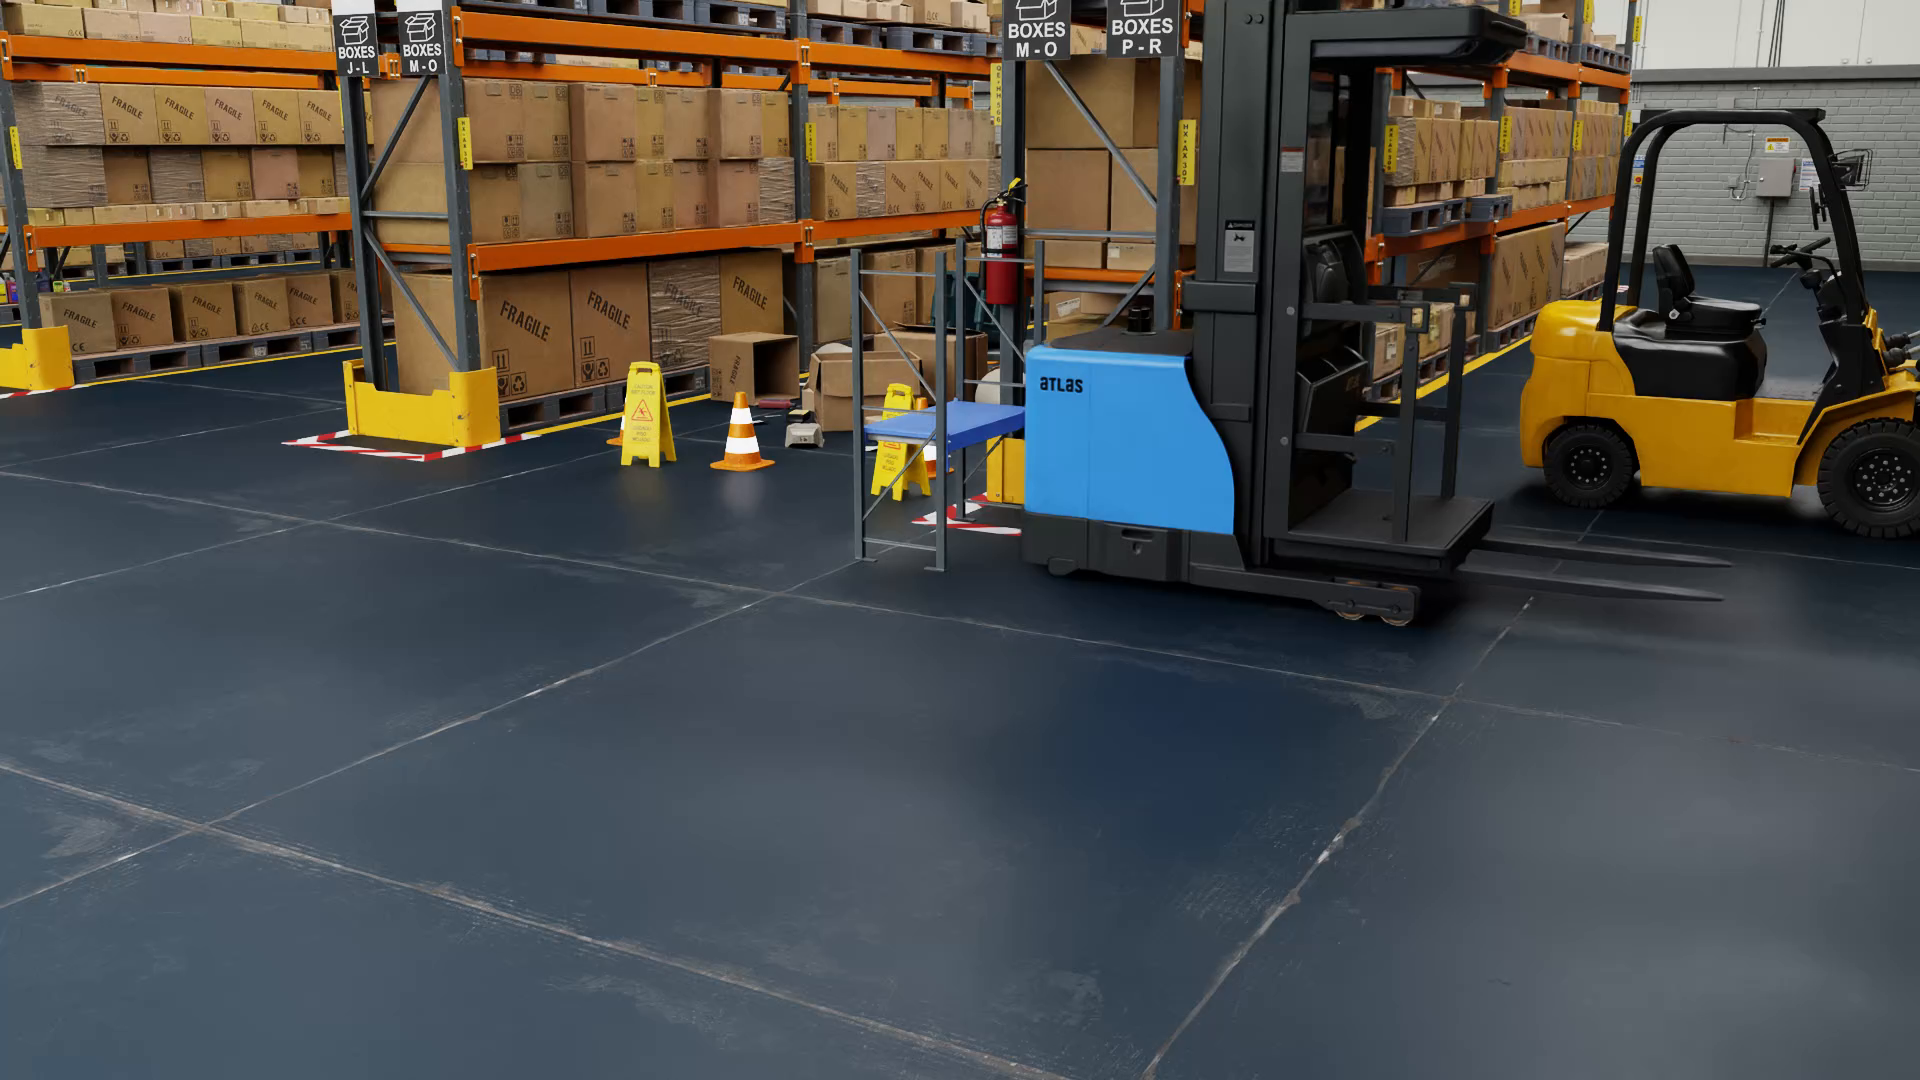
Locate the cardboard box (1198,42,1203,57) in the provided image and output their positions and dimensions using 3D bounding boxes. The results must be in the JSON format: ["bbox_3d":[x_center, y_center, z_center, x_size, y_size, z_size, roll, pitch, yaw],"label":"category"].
[{"bbox_3d":[3.050,-6.543,22.127,0.500,0.250,0.500,8,16,29],"label":"cardboard box"}]

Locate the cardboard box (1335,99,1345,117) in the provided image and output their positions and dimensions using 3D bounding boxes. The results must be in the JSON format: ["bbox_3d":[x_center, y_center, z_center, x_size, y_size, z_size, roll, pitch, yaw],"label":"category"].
[{"bbox_3d":[2.969,-3.434,13.251,0.380,0.149,0.250,7,15,26],"label":"cardboard box"}]

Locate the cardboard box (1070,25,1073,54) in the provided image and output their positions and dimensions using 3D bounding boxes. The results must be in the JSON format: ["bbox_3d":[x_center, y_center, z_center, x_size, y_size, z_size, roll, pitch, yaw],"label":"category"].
[{"bbox_3d":[0.918,-5.516,18.402,0.500,0.500,0.500,7,15,28],"label":"cardboard box"}]

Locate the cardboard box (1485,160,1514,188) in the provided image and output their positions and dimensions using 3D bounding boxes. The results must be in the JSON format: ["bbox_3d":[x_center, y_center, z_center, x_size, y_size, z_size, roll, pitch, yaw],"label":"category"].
[{"bbox_3d":[5.016,-3.525,16.009,0.500,0.250,0.500,7,15,28],"label":"cardboard box"}]

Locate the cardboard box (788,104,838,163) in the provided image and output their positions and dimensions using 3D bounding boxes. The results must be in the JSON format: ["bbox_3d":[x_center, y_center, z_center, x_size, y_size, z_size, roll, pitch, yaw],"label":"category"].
[{"bbox_3d":[-1.526,-3.636,14.868,0.700,0.500,0.500,7,15,27],"label":"cardboard box"}]

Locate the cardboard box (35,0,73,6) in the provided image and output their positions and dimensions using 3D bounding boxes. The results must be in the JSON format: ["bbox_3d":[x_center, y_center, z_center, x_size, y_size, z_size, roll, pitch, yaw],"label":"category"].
[{"bbox_3d":[-7.442,-4.412,13.504,0.380,0.149,0.250,8,16,29],"label":"cardboard box"}]

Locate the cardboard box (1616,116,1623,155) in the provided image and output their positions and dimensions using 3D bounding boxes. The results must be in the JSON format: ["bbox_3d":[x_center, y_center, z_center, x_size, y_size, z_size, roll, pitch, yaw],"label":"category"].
[{"bbox_3d":[8.398,-5.329,21.892,0.500,0.500,0.500,8,16,30],"label":"cardboard box"}]

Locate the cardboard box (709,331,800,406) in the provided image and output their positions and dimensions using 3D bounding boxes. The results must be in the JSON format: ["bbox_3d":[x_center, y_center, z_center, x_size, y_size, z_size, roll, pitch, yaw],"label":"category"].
[{"bbox_3d":[-1.613,-1.350,13.061,0.500,0.500,0.500,11,17,38],"label":"cardboard box"}]

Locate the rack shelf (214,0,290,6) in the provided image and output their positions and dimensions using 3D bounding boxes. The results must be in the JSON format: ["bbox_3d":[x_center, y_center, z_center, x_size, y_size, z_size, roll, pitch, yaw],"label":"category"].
[{"bbox_3d":[-11.823,-8.308,26.181,1.077,0.370,4.000,7,15,28],"label":"rack shelf"}]

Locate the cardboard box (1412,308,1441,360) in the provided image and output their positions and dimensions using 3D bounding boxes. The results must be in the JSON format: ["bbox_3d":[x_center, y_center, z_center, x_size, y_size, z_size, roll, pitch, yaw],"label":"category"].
[{"bbox_3d":[3.552,-1.784,14.243,0.950,0.372,0.625,8,16,30],"label":"cardboard box"}]

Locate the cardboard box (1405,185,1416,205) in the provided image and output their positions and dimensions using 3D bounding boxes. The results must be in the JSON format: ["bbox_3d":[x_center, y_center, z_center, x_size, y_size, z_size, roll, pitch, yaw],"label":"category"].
[{"bbox_3d":[3.294,-2.668,12.841,0.380,0.149,0.250,8,16,29],"label":"cardboard box"}]

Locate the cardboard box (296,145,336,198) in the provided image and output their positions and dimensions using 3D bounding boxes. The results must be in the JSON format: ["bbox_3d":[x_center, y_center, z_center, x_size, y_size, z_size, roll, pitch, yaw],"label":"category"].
[{"bbox_3d":[-6.598,-3.591,16.179,0.875,0.500,0.500,7,15,28],"label":"cardboard box"}]

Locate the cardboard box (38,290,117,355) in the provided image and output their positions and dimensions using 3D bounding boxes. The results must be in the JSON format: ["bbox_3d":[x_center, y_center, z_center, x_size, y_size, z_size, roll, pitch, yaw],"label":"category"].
[{"bbox_3d":[-7.671,-1.876,14.352,0.500,0.500,0.500,11,17,38],"label":"cardboard box"}]

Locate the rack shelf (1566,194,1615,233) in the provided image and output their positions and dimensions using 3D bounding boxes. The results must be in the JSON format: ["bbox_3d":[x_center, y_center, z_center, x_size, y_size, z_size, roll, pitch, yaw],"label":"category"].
[{"bbox_3d":[7.456,-4.160,20.925,1.077,0.370,4.000,7,15,28],"label":"rack shelf"}]

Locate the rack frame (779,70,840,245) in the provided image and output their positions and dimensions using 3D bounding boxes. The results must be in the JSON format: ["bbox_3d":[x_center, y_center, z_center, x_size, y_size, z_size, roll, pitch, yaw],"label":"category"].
[{"bbox_3d":[-2.186,-5.223,23.796,1.000,3.000,0.127,7,15,28],"label":"rack frame"}]

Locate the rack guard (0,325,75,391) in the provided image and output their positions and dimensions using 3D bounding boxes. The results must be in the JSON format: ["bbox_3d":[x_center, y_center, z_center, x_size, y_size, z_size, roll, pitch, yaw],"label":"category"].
[{"bbox_3d":[-7.950,-1.561,13.942,1.175,0.500,0.348,7,15,28],"label":"rack guard"}]

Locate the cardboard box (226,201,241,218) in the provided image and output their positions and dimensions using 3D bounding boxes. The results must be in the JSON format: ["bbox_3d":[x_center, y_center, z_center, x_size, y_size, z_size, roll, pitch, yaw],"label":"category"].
[{"bbox_3d":[-6.826,-3.033,15.250,0.380,0.149,0.250,7,15,28],"label":"cardboard box"}]

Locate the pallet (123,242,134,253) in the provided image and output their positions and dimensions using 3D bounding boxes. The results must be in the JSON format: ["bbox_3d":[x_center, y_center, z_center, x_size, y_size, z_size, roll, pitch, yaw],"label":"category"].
[{"bbox_3d":[-15.501,-5.384,30.415,1.003,0.211,1.213,7,15,28],"label":"pallet"}]

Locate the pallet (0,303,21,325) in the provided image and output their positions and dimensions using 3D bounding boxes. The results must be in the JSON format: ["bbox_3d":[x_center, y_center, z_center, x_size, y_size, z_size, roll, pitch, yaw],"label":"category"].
[{"bbox_3d":[-10.750,-2.654,19.091,1.003,0.211,1.213,7,15,28],"label":"pallet"}]

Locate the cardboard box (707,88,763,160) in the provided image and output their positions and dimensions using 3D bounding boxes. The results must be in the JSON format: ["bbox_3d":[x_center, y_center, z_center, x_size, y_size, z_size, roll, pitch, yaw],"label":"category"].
[{"bbox_3d":[-2.133,-3.399,13.607,0.875,0.550,0.550,7,15,28],"label":"cardboard box"}]

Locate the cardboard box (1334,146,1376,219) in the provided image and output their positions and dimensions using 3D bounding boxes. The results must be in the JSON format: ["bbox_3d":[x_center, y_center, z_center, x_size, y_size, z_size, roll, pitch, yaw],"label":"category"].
[{"bbox_3d":[2.624,-2.532,11.789,0.500,0.500,0.500,7,15,27],"label":"cardboard box"}]

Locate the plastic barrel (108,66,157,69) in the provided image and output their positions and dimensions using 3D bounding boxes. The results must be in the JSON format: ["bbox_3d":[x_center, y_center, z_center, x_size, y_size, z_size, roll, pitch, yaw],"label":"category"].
[{"bbox_3d":[-10.017,-6.107,19.997,0.600,0.901,0.600,0,14,0],"label":"plastic barrel"}]

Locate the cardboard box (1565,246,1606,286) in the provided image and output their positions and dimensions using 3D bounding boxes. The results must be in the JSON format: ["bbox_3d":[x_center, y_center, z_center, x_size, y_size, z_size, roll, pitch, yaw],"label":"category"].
[{"bbox_3d":[7.756,-3.544,21.403,0.875,0.438,0.875,8,16,30],"label":"cardboard box"}]

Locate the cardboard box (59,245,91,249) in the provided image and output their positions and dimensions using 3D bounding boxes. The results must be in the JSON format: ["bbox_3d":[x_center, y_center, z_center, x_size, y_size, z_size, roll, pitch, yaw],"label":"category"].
[{"bbox_3d":[-13.073,-4.422,24.252,0.500,0.311,0.500,7,15,27],"label":"cardboard box"}]

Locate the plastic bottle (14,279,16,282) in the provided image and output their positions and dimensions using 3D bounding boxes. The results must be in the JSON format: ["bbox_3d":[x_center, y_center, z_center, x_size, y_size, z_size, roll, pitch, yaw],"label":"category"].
[{"bbox_3d":[-10.541,-2.864,18.728,0.144,0.351,0.185,7,15,25],"label":"plastic bottle"}]

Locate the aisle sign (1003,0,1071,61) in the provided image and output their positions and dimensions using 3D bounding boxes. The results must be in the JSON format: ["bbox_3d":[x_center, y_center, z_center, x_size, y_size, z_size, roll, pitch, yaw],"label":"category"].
[{"bbox_3d":[0.404,-2.922,8.706,0.394,0.787,0.004,7,15,28],"label":"aisle sign"}]

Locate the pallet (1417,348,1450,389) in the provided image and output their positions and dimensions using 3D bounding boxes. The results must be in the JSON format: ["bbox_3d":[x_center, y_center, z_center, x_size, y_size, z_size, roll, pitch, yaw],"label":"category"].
[{"bbox_3d":[3.585,-1.514,14.363,1.003,0.211,1.213,7,15,28],"label":"pallet"}]

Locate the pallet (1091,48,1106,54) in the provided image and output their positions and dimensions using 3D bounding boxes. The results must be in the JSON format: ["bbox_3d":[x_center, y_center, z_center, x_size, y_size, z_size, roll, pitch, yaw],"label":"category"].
[{"bbox_3d":[1.217,-5.679,19.690,1.213,0.211,1.003,7,15,28],"label":"pallet"}]

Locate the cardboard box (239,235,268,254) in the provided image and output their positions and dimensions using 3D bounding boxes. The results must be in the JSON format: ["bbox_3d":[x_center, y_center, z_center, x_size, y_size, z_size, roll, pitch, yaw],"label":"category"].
[{"bbox_3d":[-11.577,-4.903,26.865,0.500,0.500,0.500,7,15,26],"label":"cardboard box"}]

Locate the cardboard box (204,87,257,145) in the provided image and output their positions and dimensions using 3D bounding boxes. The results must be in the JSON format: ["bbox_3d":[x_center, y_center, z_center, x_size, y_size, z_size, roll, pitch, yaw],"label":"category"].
[{"bbox_3d":[-6.758,-3.830,15.037,0.500,0.500,0.500,7,15,28],"label":"cardboard box"}]

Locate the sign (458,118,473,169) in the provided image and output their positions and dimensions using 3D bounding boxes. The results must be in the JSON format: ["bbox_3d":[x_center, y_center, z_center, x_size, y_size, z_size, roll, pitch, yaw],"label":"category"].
[{"bbox_3d":[-3.211,-2.573,10.791,0.100,0.325,0.005,7,15,28],"label":"sign"}]

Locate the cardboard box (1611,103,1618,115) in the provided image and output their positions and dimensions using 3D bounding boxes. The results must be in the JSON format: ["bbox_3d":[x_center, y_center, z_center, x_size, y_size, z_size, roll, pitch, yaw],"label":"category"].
[{"bbox_3d":[8.272,-5.557,21.452,0.380,0.149,0.250,7,15,28],"label":"cardboard box"}]

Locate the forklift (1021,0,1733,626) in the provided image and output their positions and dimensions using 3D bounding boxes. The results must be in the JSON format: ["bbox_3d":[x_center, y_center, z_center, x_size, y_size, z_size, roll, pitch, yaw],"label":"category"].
[{"bbox_3d":[1.836,-1.203,7.270,3.031,2.935,1.130,7,15,26],"label":"forklift"}]

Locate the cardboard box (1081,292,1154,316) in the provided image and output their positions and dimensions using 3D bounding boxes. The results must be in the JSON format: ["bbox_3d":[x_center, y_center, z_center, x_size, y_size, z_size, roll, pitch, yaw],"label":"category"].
[{"bbox_3d":[0.966,-1.462,10.184,0.380,0.149,0.250,8,16,30],"label":"cardboard box"}]

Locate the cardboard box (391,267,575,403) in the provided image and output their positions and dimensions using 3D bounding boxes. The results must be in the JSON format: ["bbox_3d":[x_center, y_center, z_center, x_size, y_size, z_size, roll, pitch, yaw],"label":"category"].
[{"bbox_3d":[-3.424,-1.496,11.975,0.875,0.875,0.875,7,15,28],"label":"cardboard box"}]

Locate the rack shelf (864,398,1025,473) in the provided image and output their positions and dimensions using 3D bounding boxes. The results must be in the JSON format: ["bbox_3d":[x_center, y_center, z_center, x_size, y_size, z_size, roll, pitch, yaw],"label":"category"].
[{"bbox_3d":[-0.041,-0.537,8.327,0.538,0.185,1.000,7,15,28],"label":"rack shelf"}]

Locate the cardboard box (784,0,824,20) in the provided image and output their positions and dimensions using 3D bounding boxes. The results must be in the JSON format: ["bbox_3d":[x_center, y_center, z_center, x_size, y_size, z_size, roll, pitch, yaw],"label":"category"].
[{"bbox_3d":[-1.559,-4.800,14.853,0.500,0.250,0.500,8,15,29],"label":"cardboard box"}]

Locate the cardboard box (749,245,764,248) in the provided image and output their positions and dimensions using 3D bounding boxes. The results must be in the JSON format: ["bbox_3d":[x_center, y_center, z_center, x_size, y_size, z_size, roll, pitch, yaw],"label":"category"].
[{"bbox_3d":[-3.330,-3.894,21.925,1.225,0.875,0.875,7,15,28],"label":"cardboard box"}]

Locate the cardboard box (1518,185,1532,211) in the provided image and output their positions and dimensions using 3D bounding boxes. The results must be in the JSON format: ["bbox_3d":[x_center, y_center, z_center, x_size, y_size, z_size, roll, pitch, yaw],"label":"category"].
[{"bbox_3d":[5.504,-3.492,16.940,0.500,0.250,0.500,8,16,30],"label":"cardboard box"}]

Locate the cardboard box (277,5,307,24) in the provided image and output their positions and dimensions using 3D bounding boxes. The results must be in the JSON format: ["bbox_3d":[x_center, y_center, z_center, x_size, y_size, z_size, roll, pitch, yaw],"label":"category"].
[{"bbox_3d":[-6.323,-4.896,15.510,0.380,0.149,0.250,7,15,26],"label":"cardboard box"}]

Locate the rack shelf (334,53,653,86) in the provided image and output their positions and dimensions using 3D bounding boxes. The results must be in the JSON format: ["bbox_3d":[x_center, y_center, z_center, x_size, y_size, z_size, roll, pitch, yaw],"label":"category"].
[{"bbox_3d":[-5.087,-5.100,18.423,1.077,0.370,4.000,7,15,28],"label":"rack shelf"}]

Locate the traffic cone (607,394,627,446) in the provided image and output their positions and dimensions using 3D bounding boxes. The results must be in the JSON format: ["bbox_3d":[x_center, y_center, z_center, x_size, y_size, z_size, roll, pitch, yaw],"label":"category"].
[{"bbox_3d":[-2.194,-0.893,11.249,0.336,0.463,0.334,7,15,28],"label":"traffic cone"}]

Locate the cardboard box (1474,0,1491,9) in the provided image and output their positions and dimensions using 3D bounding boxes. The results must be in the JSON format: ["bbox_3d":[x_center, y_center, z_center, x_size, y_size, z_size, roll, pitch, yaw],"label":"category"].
[{"bbox_3d":[4.605,-5.086,15.714,0.797,0.503,0.637,6,15,25],"label":"cardboard box"}]

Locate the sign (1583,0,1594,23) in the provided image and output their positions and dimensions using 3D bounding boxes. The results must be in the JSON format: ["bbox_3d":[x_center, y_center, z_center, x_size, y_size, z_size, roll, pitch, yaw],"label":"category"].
[{"bbox_3d":[6.969,-5.903,18.443,0.100,0.325,0.005,7,15,28],"label":"sign"}]

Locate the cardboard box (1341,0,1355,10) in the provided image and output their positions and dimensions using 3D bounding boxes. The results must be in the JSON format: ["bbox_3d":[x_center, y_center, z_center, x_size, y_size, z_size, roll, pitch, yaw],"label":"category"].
[{"bbox_3d":[2.434,-3.598,11.194,0.380,0.149,0.250,8,15,29],"label":"cardboard box"}]

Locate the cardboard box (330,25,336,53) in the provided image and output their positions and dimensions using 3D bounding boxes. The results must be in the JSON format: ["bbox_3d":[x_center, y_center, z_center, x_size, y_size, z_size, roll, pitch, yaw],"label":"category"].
[{"bbox_3d":[-6.045,-4.843,16.144,0.500,0.250,0.500,8,16,30],"label":"cardboard box"}]

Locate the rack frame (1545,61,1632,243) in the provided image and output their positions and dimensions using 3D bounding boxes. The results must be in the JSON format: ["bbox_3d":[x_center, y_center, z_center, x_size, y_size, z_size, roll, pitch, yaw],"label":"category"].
[{"bbox_3d":[8.423,-4.920,22.543,1.000,3.000,0.127,7,15,28],"label":"rack frame"}]

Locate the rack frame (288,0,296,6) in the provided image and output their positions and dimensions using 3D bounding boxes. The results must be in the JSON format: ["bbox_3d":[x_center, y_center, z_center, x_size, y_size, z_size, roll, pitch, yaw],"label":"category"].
[{"bbox_3d":[-10.856,-9.262,27.752,1.000,3.000,0.127,7,15,28],"label":"rack frame"}]

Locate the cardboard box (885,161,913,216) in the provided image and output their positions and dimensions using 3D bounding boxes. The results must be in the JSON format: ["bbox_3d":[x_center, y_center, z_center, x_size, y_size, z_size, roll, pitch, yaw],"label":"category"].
[{"bbox_3d":[-0.783,-3.331,15.735,0.500,0.500,0.500,7,15,28],"label":"cardboard box"}]

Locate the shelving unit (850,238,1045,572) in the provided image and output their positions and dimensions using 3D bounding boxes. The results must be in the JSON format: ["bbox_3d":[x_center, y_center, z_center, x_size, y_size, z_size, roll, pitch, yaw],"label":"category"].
[{"bbox_3d":[-0.041,-0.712,8.285,0.538,1.500,1.048,7,15,28],"label":"shelving unit"}]

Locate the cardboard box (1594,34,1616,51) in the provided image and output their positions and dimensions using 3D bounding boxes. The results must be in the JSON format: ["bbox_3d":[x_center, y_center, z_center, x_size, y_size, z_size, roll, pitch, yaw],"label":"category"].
[{"bbox_3d":[8.284,-6.456,21.723,0.500,0.250,0.500,6,15,23],"label":"cardboard box"}]

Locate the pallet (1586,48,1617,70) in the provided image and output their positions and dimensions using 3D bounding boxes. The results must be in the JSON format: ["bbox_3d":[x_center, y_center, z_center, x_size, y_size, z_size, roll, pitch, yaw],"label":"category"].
[{"bbox_3d":[7.484,-5.931,20.523,1.003,0.211,1.213,7,15,28],"label":"pallet"}]

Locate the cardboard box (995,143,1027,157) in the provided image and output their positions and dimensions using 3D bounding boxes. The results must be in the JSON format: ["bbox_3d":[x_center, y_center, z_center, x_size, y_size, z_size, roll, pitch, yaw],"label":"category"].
[{"bbox_3d":[0.568,-4.264,18.192,0.380,0.149,0.250,7,15,28],"label":"cardboard box"}]

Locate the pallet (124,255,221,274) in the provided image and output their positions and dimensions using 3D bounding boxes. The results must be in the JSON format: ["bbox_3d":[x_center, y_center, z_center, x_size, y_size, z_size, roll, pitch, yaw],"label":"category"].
[{"bbox_3d":[-12.396,-4.318,25.995,1.003,0.211,1.213,7,15,28],"label":"pallet"}]
